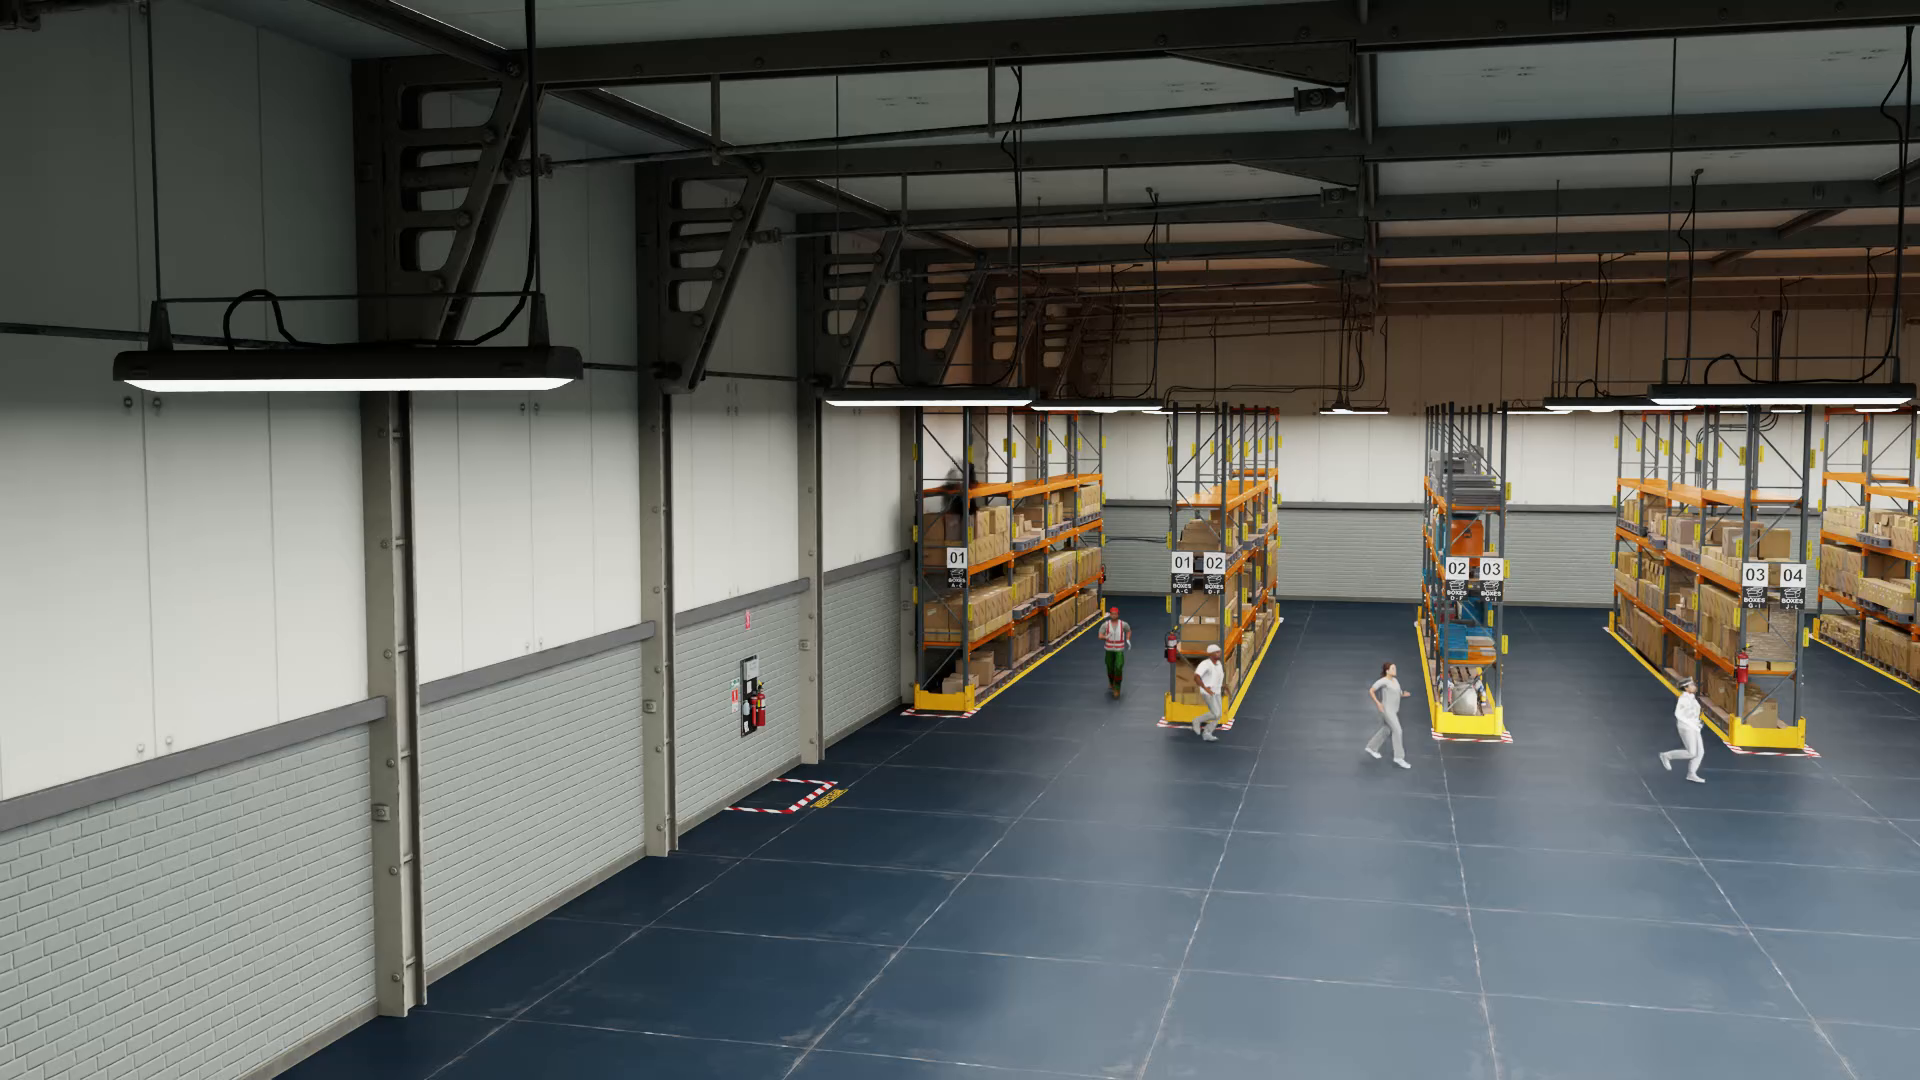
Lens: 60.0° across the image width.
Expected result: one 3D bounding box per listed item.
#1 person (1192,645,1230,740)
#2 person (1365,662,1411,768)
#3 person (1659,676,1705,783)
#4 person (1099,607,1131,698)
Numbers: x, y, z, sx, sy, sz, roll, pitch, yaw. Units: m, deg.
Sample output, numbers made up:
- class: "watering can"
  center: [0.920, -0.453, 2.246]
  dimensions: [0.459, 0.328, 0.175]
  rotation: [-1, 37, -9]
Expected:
- class: "person"
  center: [4.441, 2.703, 29.499]
  dimensions: [0.558, 1.714, 0.719]
  rotation: [4, 6, 42]
- class: "person"
  center: [7.065, 2.848, 27.406]
  dimensions: [0.872, 1.703, 0.549]
  rotation: [4, 6, 41]
- class: "person"
  center: [11.426, 2.968, 26.215]
  dimensions: [0.677, 1.663, 0.619]
  rotation: [3, 5, 38]
- class: "person"
  center: [3.178, 2.278, 34.179]
  dimensions: [0.657, 1.804, 0.937]
  rotation: [1, 4, 9]
